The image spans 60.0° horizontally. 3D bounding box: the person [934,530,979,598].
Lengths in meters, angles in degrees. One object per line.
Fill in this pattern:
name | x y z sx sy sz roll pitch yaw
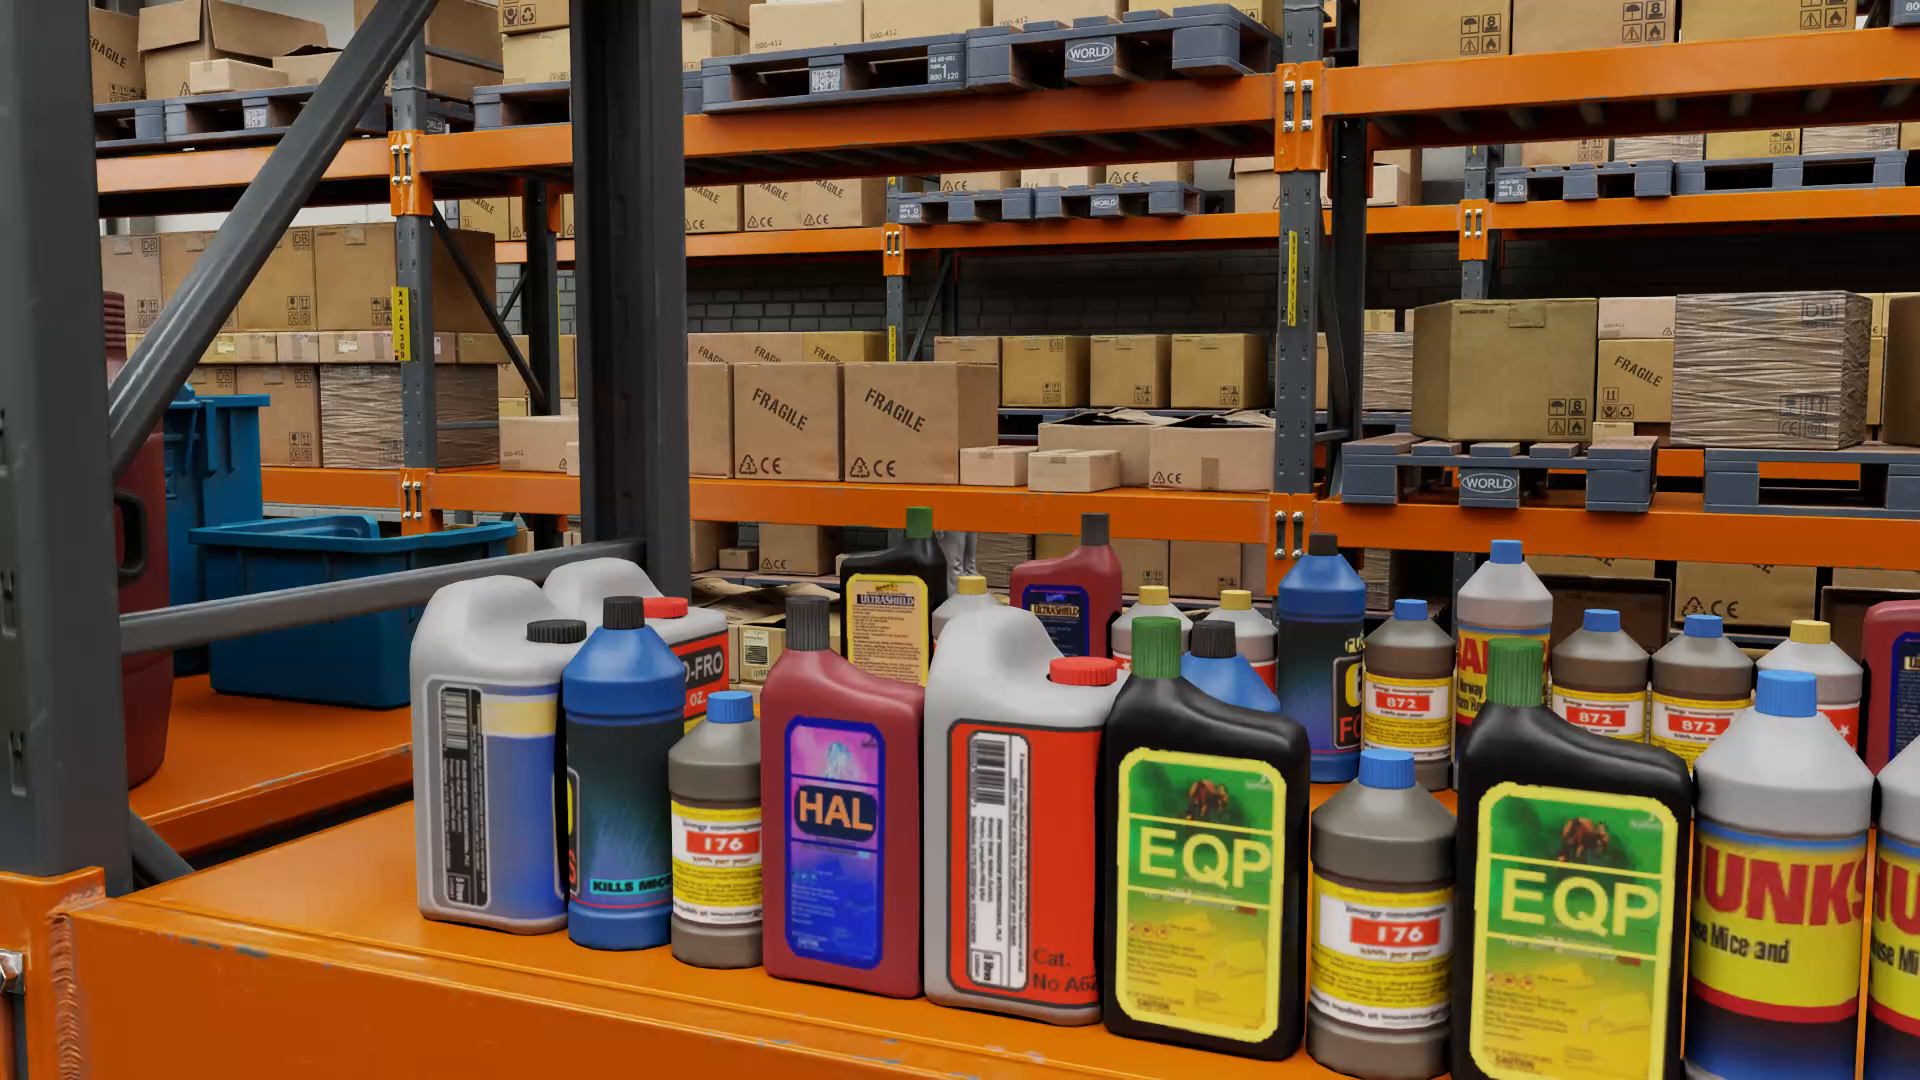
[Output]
person | -0.027 -0.167 10.888 0.344 1.689 0.465 3 6 25
